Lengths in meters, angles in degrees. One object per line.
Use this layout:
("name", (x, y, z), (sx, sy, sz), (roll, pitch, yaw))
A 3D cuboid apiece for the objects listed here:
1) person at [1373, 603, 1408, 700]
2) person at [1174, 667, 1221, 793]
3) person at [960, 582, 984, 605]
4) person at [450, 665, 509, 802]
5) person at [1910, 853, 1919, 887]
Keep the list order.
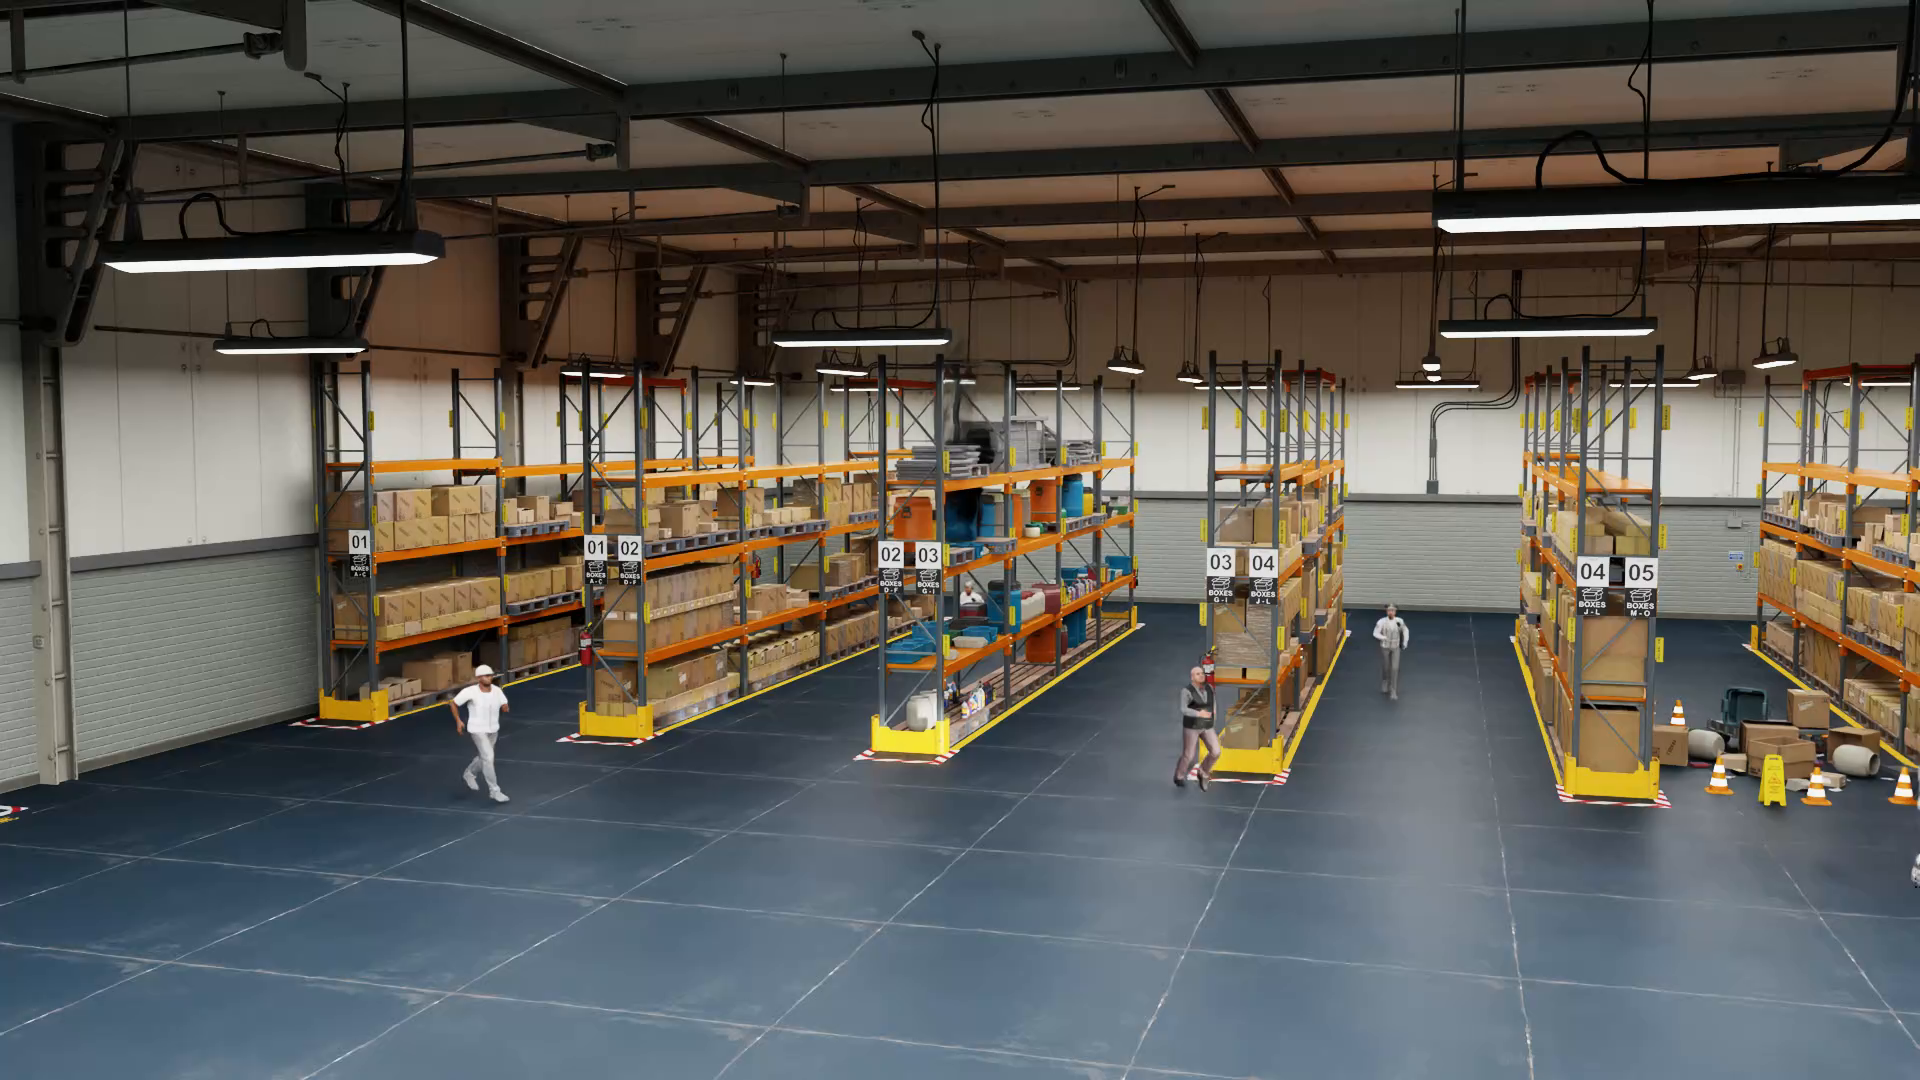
("person", (7.838, 1.996, 30.262), (0.628, 1.734, 0.811), (1, 4, 11))
("person", (3.219, 2.545, 22.374), (0.666, 1.698, 0.850), (-2, 4, -21))
("person", (0.222, 1.696, 35.127), (0.626, 1.639, 0.638), (1, 4, 18))
("person", (-6.288, 2.518, 21.956), (0.988, 1.758, 0.697), (3, 5, 36))
("person", (10.406, 2.856, 17.468), (0.697, 1.745, 0.807), (-2, 5, -28))
